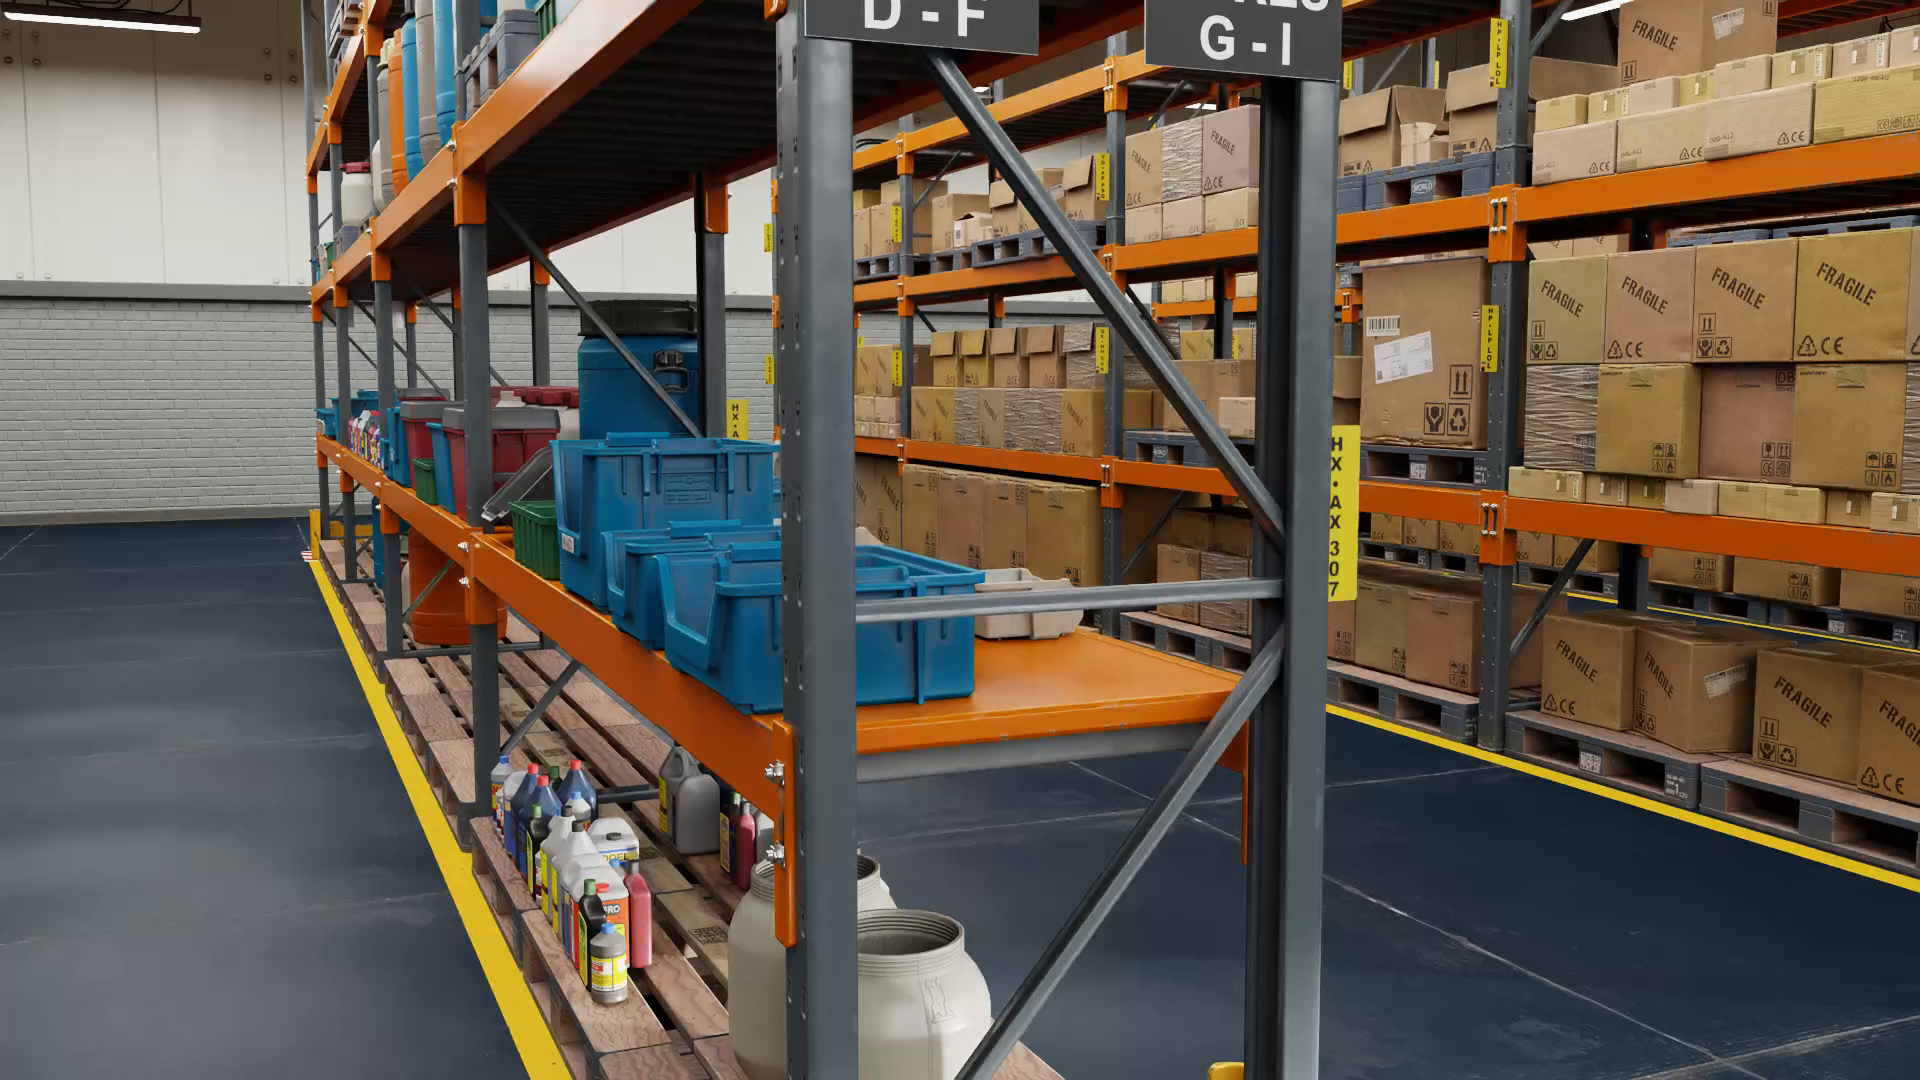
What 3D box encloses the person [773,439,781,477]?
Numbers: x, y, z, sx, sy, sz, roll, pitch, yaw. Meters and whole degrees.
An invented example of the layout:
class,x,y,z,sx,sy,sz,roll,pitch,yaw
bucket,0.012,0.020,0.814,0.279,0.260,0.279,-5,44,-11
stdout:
class,x,y,z,sx,sy,sz,roll,pitch,yaw
person,-1.550,-0.378,15.029,0.403,1.544,0.933,-3,6,-24
